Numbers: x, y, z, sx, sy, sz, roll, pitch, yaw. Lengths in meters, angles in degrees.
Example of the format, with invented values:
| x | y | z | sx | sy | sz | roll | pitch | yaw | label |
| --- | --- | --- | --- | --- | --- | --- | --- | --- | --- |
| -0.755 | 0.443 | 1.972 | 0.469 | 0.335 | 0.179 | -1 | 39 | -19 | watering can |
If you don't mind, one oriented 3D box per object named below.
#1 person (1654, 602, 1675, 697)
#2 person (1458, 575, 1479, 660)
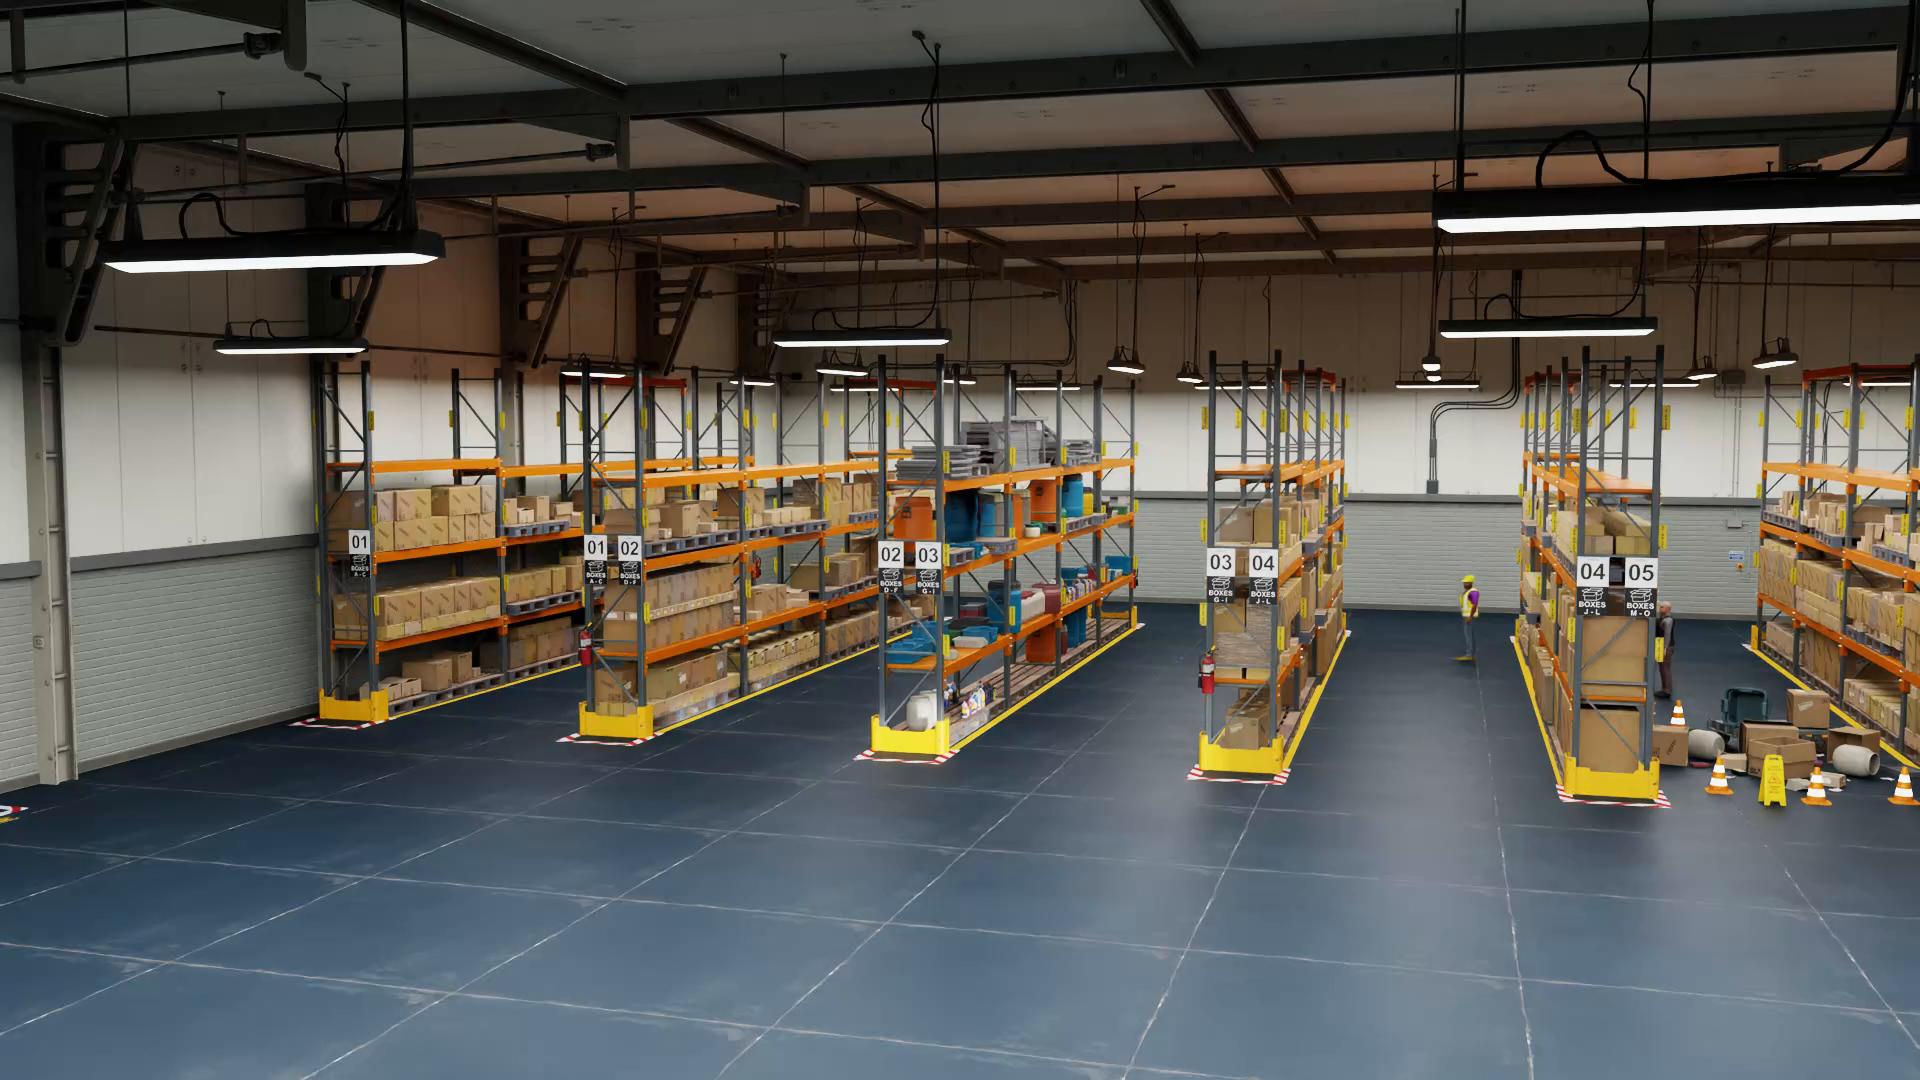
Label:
| x | y | z | sx | sy | sz | roll | pitch | yaw | label |
| --- | --- | --- | --- | --- | --- | --- | --- | --- | --- |
| 12.792 | 1.983 | 30.218 | 0.370 | 1.723 | 0.580 | 2 | 5 | 30 | person |
| 10.616 | 1.619 | 34.808 | 0.410 | 1.767 | 0.599 | 0 | 4 | 5 | person |
